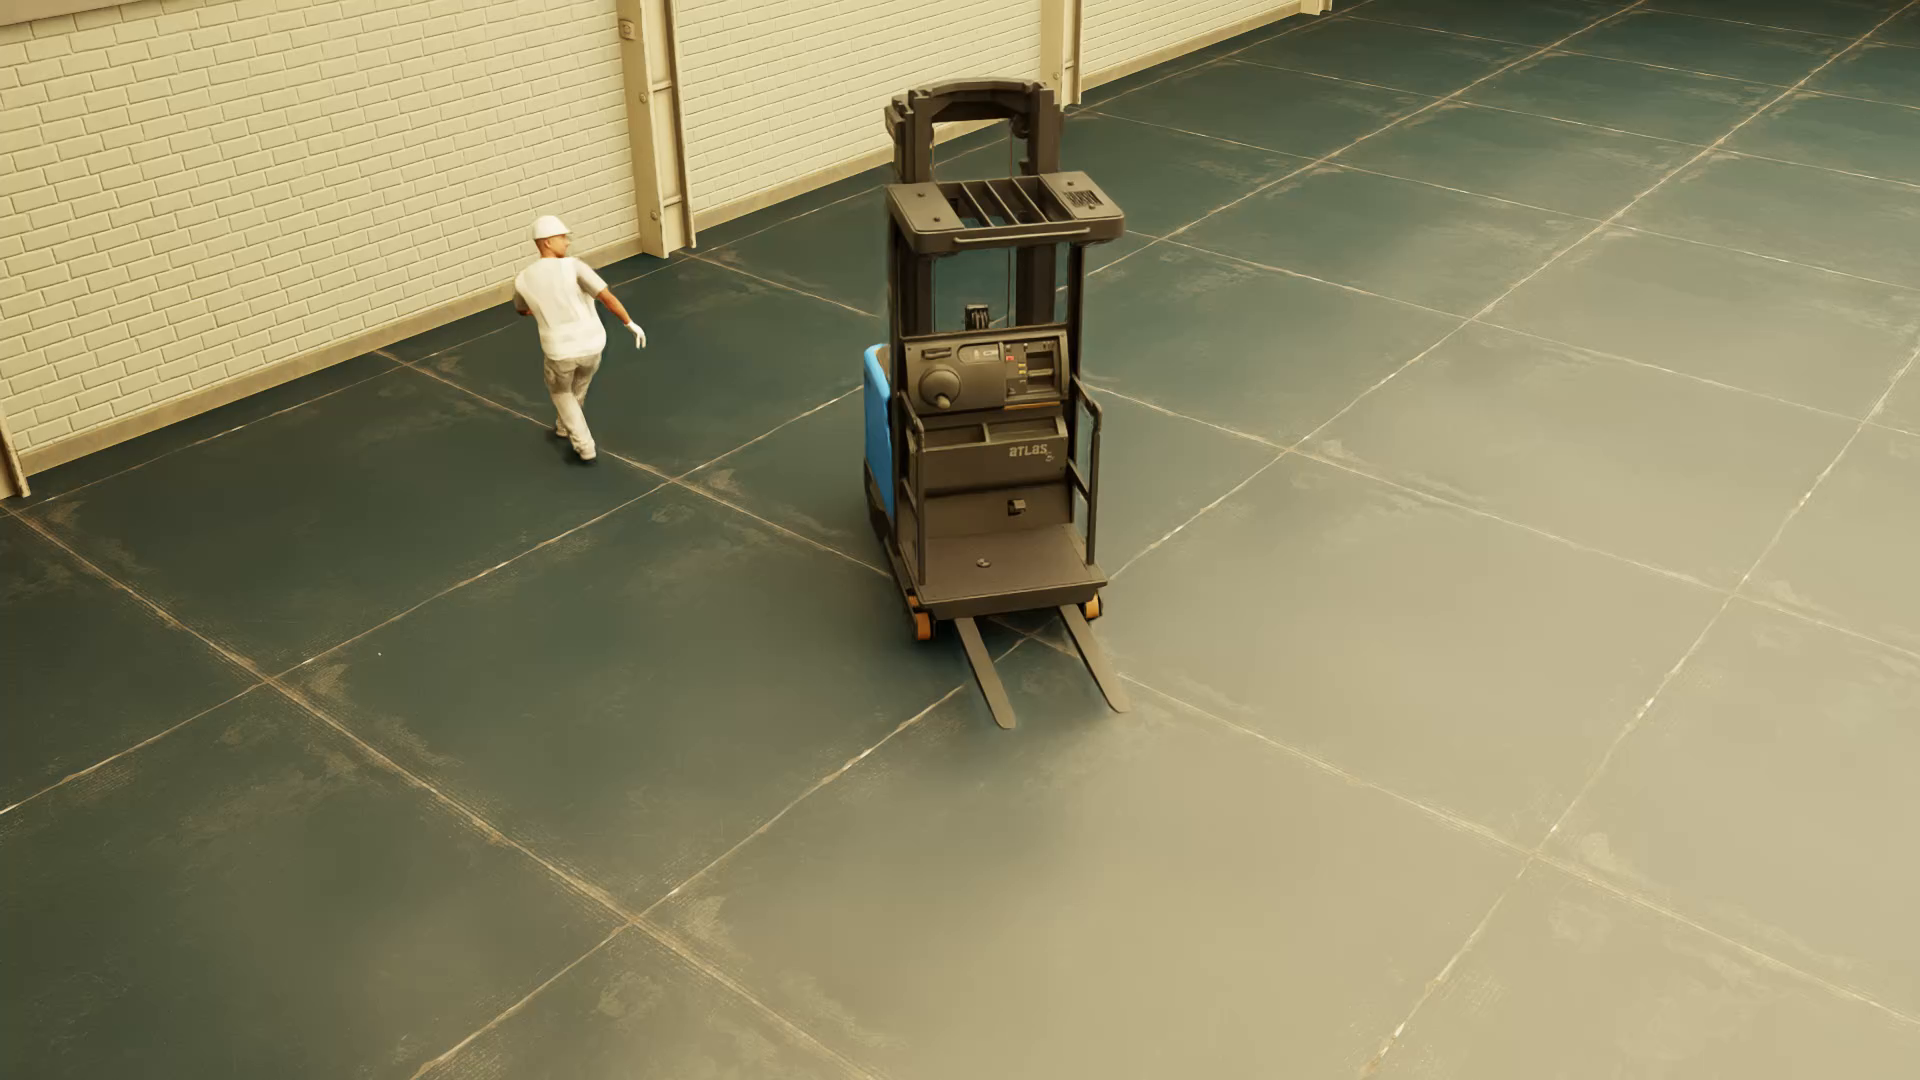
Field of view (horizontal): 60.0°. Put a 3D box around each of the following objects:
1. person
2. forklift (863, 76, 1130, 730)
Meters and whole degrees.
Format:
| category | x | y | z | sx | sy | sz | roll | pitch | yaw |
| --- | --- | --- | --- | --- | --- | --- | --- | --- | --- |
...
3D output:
| category | x | y | z | sx | sy | sz | roll | pitch | yaw |
| --- | --- | --- | --- | --- | --- | --- | --- | --- | --- |
| person | -2.576 | -1.410 | 11.314 | 0.841 | 1.646 | 0.841 | -6 | 31 | -10 |
| forklift | 0.204 | -0.898 | 9.132 | 1.130 | 2.935 | 3.031 | -7 | 31 | -11 |
